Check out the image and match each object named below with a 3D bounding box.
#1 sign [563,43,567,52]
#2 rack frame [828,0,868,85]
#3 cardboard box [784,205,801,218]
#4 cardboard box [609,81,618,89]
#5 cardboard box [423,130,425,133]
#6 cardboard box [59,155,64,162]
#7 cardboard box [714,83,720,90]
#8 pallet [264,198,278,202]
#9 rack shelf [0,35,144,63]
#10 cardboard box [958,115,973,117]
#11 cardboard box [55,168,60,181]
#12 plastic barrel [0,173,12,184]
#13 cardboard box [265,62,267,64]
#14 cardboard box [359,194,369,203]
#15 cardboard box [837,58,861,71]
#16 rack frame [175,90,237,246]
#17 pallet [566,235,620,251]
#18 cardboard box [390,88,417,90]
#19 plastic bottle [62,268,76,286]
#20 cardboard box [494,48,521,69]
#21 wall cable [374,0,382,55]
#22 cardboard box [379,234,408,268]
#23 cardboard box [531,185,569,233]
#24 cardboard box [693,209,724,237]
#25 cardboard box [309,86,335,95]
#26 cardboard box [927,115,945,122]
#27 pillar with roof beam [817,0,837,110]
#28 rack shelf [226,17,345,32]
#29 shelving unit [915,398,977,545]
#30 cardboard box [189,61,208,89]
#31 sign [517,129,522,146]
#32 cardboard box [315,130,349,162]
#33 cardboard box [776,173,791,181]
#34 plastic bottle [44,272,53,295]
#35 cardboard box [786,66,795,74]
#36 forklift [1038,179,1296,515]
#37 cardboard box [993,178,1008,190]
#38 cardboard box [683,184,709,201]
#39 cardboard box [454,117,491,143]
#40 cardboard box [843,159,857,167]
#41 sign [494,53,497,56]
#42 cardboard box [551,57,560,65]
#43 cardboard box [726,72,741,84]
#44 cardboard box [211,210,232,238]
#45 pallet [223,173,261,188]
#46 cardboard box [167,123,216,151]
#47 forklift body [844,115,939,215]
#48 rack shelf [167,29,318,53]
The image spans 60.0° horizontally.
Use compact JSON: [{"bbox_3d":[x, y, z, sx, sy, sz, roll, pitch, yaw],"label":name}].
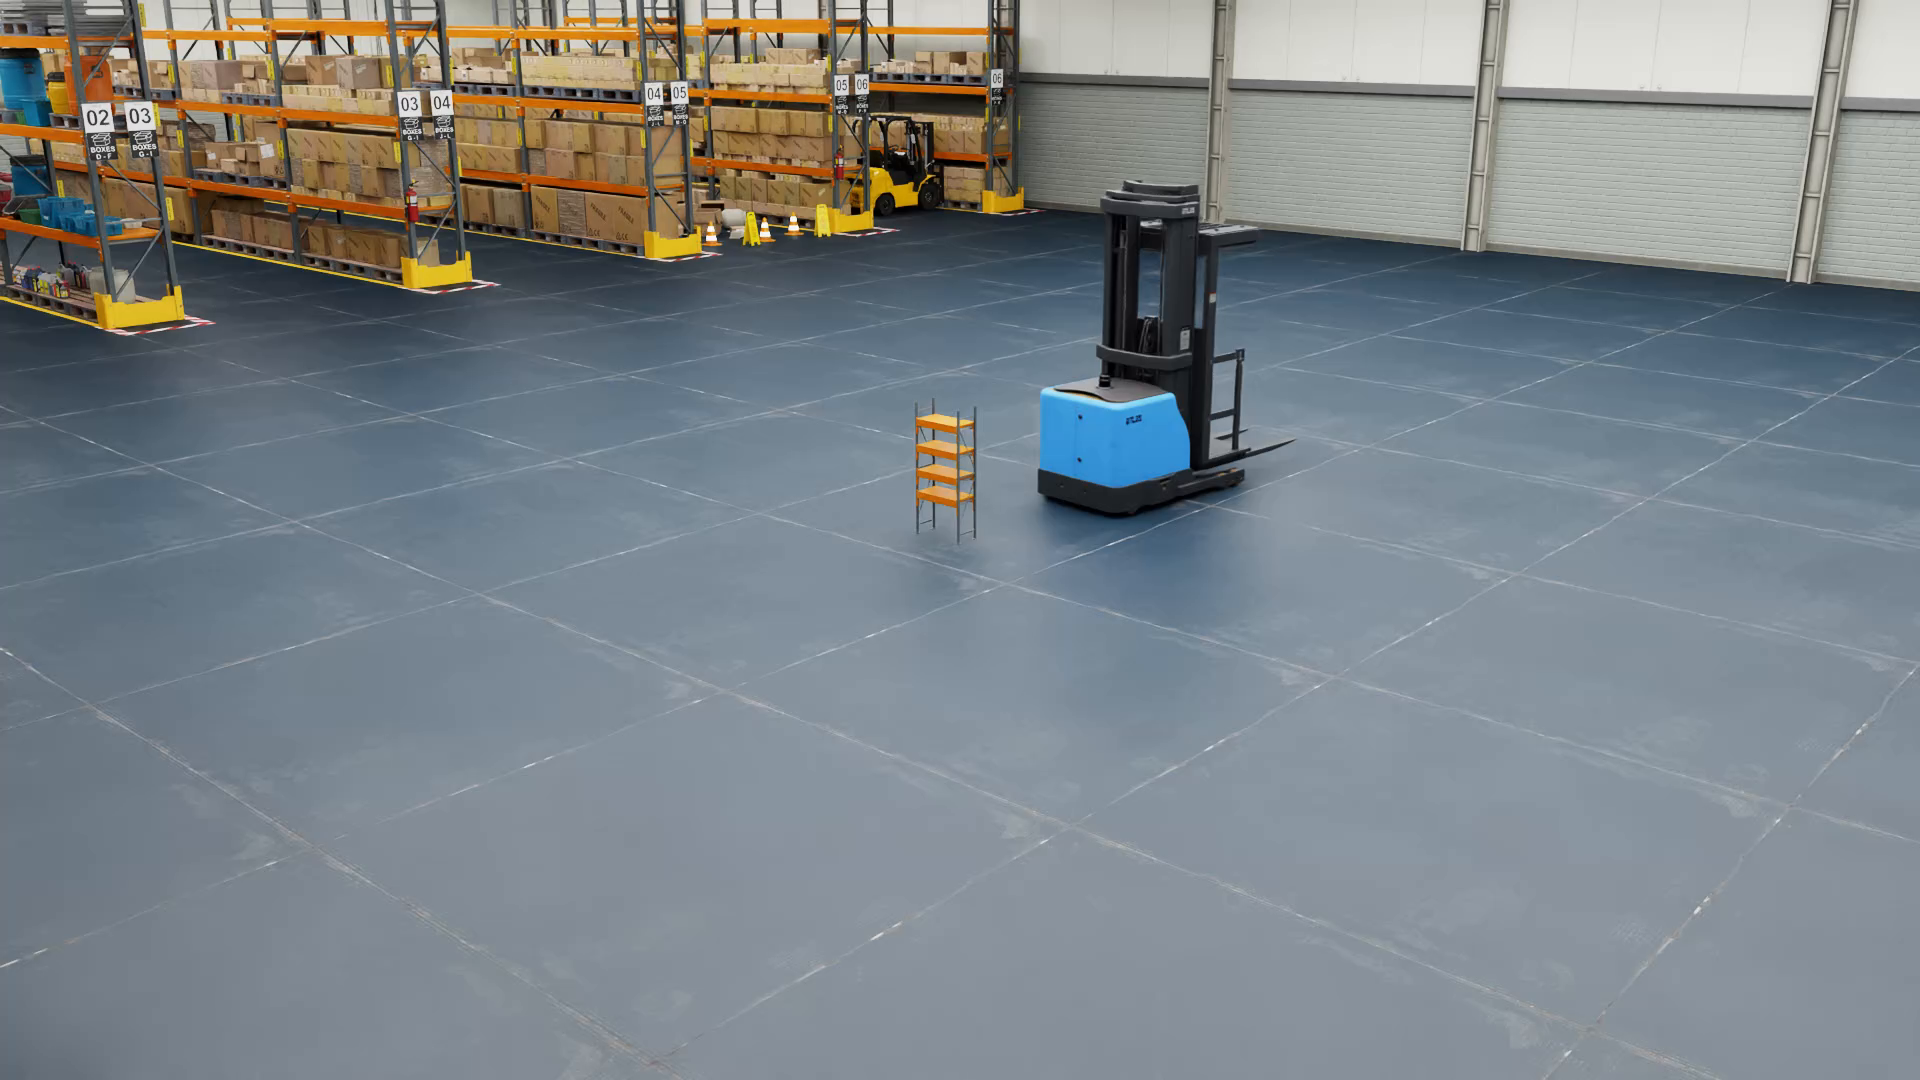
[{"bbox_3d":[-11.334,-14.105,47.741,0.005,0.325,0.100,15,23,39],"label":"sign"},{"bbox_3d":[-2.299,-10.904,34.142,0.127,3.000,1.000,15,23,39],"label":"rack frame"},{"bbox_3d":[-3.465,-7.141,36.055,0.500,0.250,0.500,15,23,39],"label":"cardboard box"},{"bbox_3d":[-6.363,-8.555,31.253,0.250,0.149,0.380,15,23,40],"label":"cardboard box"},{"bbox_3d":[-11.713,-9.012,36.836,0.250,0.149,0.380,15,23,39],"label":"cardboard box"},{"bbox_3d":[-19.646,-8.441,36.714,0.250,0.149,0.380,14,23,38],"label":"cardboard box"},{"bbox_3d":[-5.220,-10.038,36.789,0.250,0.149,0.380,15,23,38],"label":"cardboard box"},{"bbox_3d":[-16.835,-8.602,41.414,1.213,0.211,1.003,15,23,39],"label":"pallet"},{"bbox_3d":[-13.661,-7.409,24.981,4.000,0.370,1.077,15,23,39],"label":"rack shelf"},{"bbox_3d":[0.114,-9.993,39.460,0.250,0.149,0.380,16,24,41],"label":"cardboard box"},{"bbox_3d":[-20.312,-8.092,38.018,0.875,0.875,0.875,15,23,39],"label":"cardboard box"},{"bbox_3d":[-16.275,-5.939,28.190,0.433,0.535,0.433,0,18,0],"label":"plastic barrel"},{"bbox_3d":[-16.180,-11.257,39.633,0.500,0.250,0.500,14,22,37],"label":"cardboard box"},{"bbox_3d":[-10.173,-5.941,28.835,0.250,0.149,0.380,15,23,39],"label":"cardboard box"},{"bbox_3d":[-2.702,-11.697,40.887,0.500,0.311,0.500,14,22,38],"label":"cardboard box"},{"bbox_3d":[-14.861,-7.409,33.046,0.127,3.000,1.000,15,23,39],"label":"rack frame"},{"bbox_3d":[-7.068,-5.963,33.101,1.213,0.211,1.003,15,23,39],"label":"pallet"},{"bbox_3d":[-9.486,-7.626,28.361,0.250,0.149,0.380,16,24,41],"label":"cardboard box"},{"bbox_3d":[-14.420,-4.255,26.885,0.135,0.276,0.152,15,23,39],"label":"plastic bottle"},{"bbox_3d":[-11.575,-12.345,42.616,0.500,0.500,0.500,16,23,40],"label":"cardboard box"},{"bbox_3d":[-16.329,-16.005,50.154,0.133,3.039,2.988,15,23,39],"label":"wall cable"},{"bbox_3d":[-9.803,-5.053,29.060,0.500,0.500,0.500,-11,21,-31],"label":"cardboard box"},{"bbox_3d":[-8.077,-6.753,33.798,0.875,0.875,0.875,15,23,40],"label":"cardboard box"},{"bbox_3d":[-5.293,-6.635,34.734,0.637,0.503,0.797,0,18,2],"label":"cardboard box"},{"bbox_3d":[-11.185,-7.882,29.168,0.250,0.149,0.380,16,24,41],"label":"cardboard box"},{"bbox_3d":[-0.566,-9.998,39.475,0.250,0.149,0.380,15,23,40],"label":"cardboard box"},{"bbox_3d":[-6.275,-12.602,39.493,0.400,9.000,9.100,15,23,39],"label":"pillar with roof beam"},{"bbox_3d":[-15.980,-12.230,39.516,4.000,0.370,1.077,15,23,39],"label":"rack shelf"},{"bbox_3d":[-0.124,-0.605,14.583,0.503,1.200,0.258,15,23,39],"label":"shelving unit"},{"bbox_3d":[-14.303,-8.869,31.698,0.500,0.500,0.500,15,23,40],"label":"cardboard box"},{"bbox_3d":[-8.854,-8.097,33.432,0.005,0.325,0.100,15,23,39],"label":"sign"},{"bbox_3d":[-10.953,-6.923,29.206,0.500,0.500,0.500,15,23,39],"label":"cardboard box"},{"bbox_3d":[-3.773,-7.866,36.025,0.250,0.149,0.380,16,24,42],"label":"cardboard box"},{"bbox_3d":[-14.230,-4.016,26.006,0.185,0.351,0.144,16,24,41],"label":"plastic bottle"},{"bbox_3d":[-3.452,-9.957,35.213,0.250,0.149,0.380,15,23,39],"label":"cardboard box"},{"bbox_3d":[2.156,-1.990,16.085,3.031,2.935,1.130,-16,24,-41],"label":"forklift"},{"bbox_3d":[0.779,-8.438,39.313,0.500,0.250,0.500,16,23,40],"label":"cardboard box"},{"bbox_3d":[-6.225,-8.044,38.697,0.950,0.372,0.625,-17,24,-42],"label":"cardboard box"},{"bbox_3d":[-10.399,-8.739,35.419,0.500,0.500,0.700,15,23,38],"label":"cardboard box"},{"bbox_3d":[-2.416,-8.040,35.450,0.250,0.149,0.380,15,23,39],"label":"cardboard box"},{"bbox_3d":[-11.642,-12.042,41.701,0.005,0.325,0.100,15,23,39],"label":"sign"},{"bbox_3d":[-7.691,-9.291,32.256,0.250,0.149,0.380,15,23,40],"label":"cardboard box"},{"bbox_3d":[-4.752,-10.096,36.311,0.500,0.250,0.500,15,23,39],"label":"cardboard box"},{"bbox_3d":[-14.346,-6.297,32.948,0.500,0.500,0.700,14,22,36],"label":"cardboard box"},{"bbox_3d":[-13.353,-6.929,31.852,1.213,0.211,1.003,15,23,39],"label":"pallet"},{"bbox_3d":[-15.397,-8.085,33.354,0.637,0.503,0.797,16,24,41],"label":"cardboard box"},{"bbox_3d":[-1.637,-8.732,38.618,1.214,2.155,2.313,15,23,39],"label":"forklift body"},{"bbox_3d":[-13.365,-9.333,31.043,4.000,0.370,1.077,15,23,39],"label":"rack shelf"}]
